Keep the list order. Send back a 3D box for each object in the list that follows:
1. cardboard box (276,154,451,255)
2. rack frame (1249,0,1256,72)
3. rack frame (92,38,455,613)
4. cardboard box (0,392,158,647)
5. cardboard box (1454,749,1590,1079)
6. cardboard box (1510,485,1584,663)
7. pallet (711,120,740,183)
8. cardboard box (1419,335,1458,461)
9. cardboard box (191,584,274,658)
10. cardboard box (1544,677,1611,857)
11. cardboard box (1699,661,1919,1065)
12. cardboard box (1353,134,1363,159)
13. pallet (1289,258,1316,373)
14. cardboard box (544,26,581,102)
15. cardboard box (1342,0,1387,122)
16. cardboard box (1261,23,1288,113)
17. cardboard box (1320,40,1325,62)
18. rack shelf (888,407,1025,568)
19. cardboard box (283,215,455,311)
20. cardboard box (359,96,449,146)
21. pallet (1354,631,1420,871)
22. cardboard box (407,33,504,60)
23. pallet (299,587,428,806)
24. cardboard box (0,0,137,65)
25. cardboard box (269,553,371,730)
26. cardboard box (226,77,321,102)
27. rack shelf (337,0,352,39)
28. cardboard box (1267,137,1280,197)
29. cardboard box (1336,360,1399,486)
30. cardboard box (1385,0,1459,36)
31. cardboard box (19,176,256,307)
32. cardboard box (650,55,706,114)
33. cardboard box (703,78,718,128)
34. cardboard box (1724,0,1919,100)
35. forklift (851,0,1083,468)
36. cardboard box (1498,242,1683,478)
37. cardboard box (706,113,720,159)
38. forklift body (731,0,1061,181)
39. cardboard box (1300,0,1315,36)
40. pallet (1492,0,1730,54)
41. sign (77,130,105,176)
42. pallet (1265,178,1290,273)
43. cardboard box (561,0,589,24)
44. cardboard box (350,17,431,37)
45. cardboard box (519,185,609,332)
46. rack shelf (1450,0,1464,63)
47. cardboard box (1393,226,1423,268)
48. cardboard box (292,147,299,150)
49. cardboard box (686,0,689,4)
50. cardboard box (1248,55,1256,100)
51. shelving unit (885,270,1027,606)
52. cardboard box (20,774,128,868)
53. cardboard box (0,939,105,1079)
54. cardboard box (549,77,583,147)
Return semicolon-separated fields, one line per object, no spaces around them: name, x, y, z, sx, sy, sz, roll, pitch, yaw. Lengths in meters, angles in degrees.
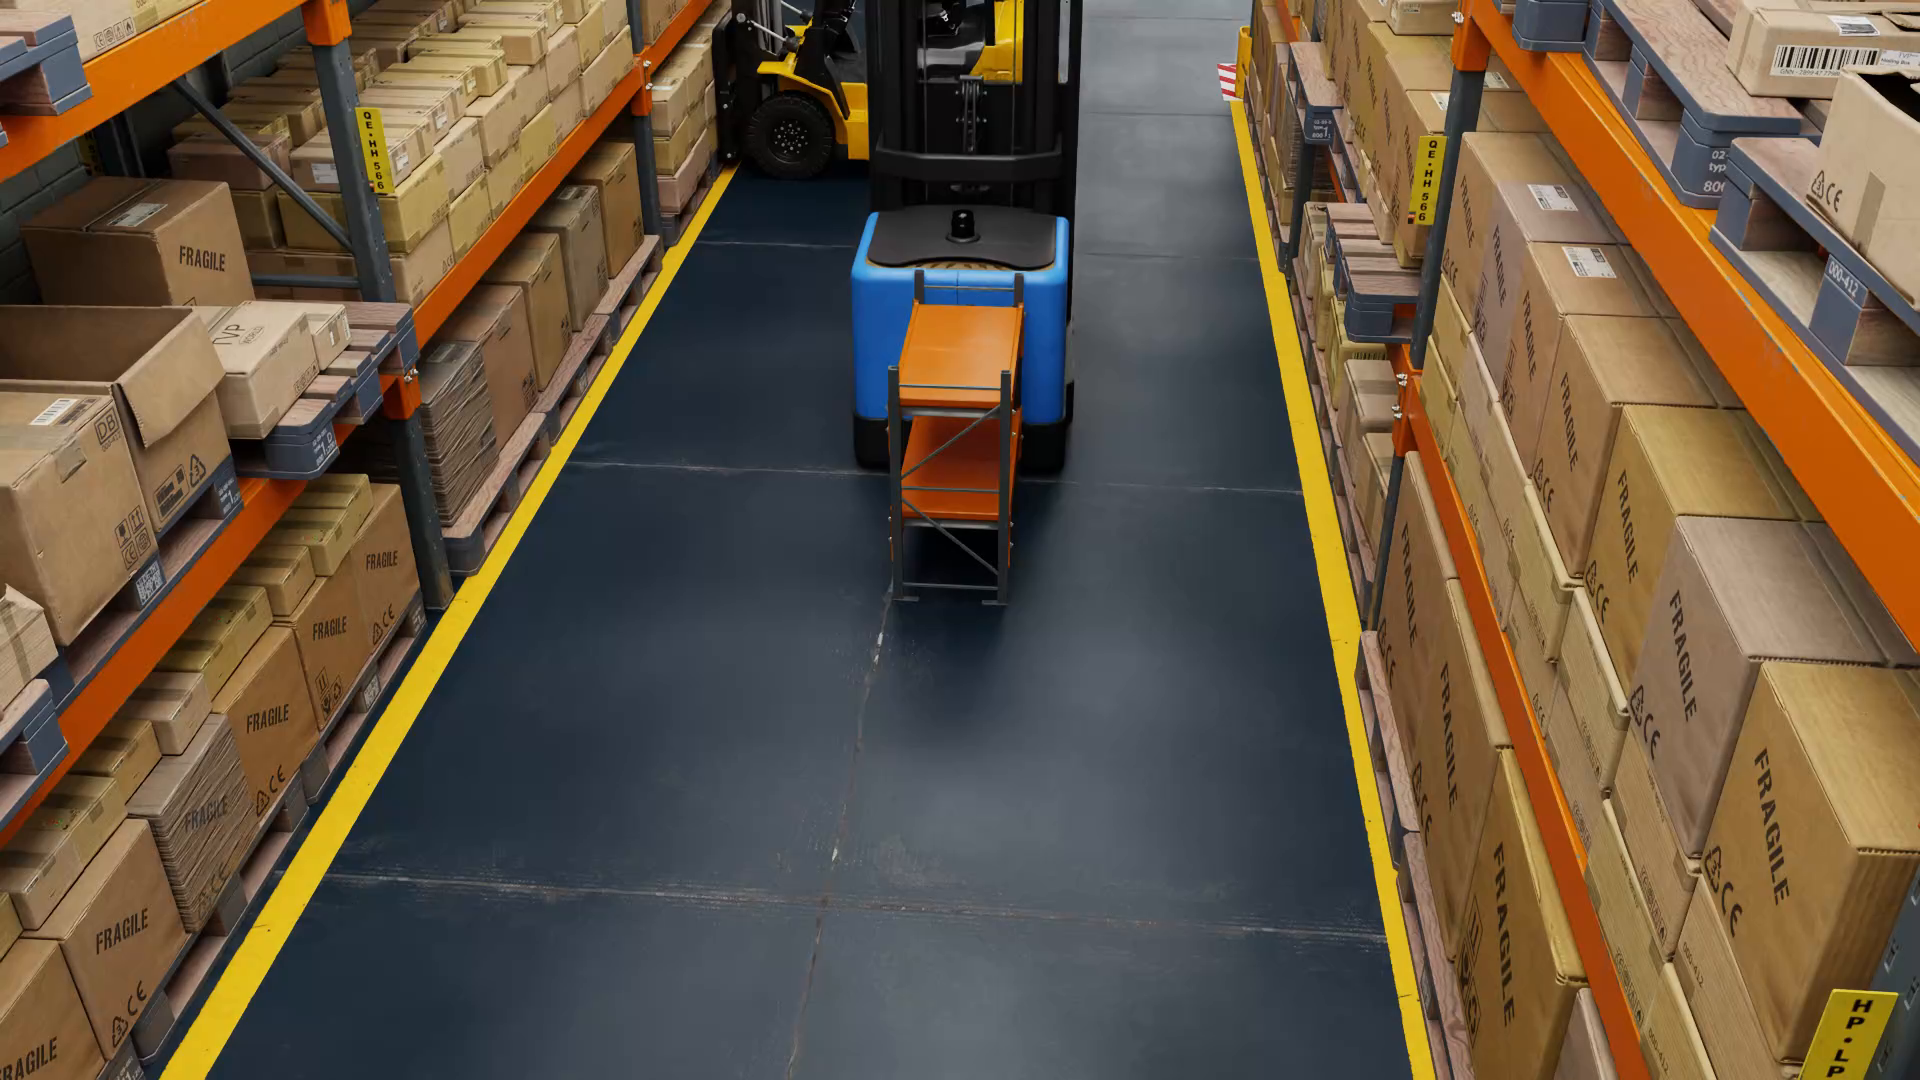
cardboard box;-2.430;-1.385;6.805;0.500;0.250;0.500;2;32;4
rack frame;2.865;-4.989;12.986;1.000;3.000;0.127;2;32;4
rack frame;-2.734;-1.016;6.539;1.000;3.000;0.127;2;32;4
cardboard box;-2.691;-0.070;4.509;0.700;0.500;0.500;2;32;4
cardboard box;1.924;1.212;4.550;0.875;0.875;0.875;3;32;5
cardboard box;1.776;0.095;4.403;0.500;0.250;0.500;3;32;5
pallet;-2.205;-2.974;12.374;1.003;0.211;1.213;2;32;4
cardboard box;1.923;-0.496;5.839;0.500;0.250;0.500;2;32;3
cardboard box;-2.645;0.279;5.803;0.380;0.149;0.250;3;32;5
cardboard box;1.776;0.575;4.100;0.500;0.250;0.500;2;32;3
cardboard box;1.674;0.574;2.912;0.500;0.500;0.500;3;32;6
cardboard box;2.053;-1.872;7.768;0.380;0.149;0.250;1;32;2
pallet;2.477;-1.303;9.663;1.003;0.211;1.213;2;32;4
cardboard box;-2.276;-2.452;8.536;0.500;0.250;0.500;3;32;5
cardboard box;2.090;-2.223;7.719;0.500;0.500;0.500;1;32;2
cardboard box;2.435;-3.358;11.846;0.500;0.500;0.500;3;32;5
cardboard box;2.179;-2.693;9.101;0.380;0.149;0.250;3;32;5
rack shelf;-0.001;-0.267;7.577;0.538;0.278;1.000;2;32;4
cardboard box;-2.454;-1.173;6.938;0.500;0.250;0.500;3;32;4
cardboard box;-2.399;-1.763;7.039;0.380;0.149;0.250;3;32;5
pallet;2.074;0.791;6.266;1.003;0.211;1.213;2;32;4
cardboard box;-2.395;-2.304;7.916;0.380;0.149;0.250;2;32;4
pallet;-2.833;0.560;6.640;1.003;0.211;1.213;2;32;4
cardboard box;-2.615;-1.425;4.488;0.500;0.250;0.500;2;32;4
cardboard box;-2.605;0.361;6.287;0.500;0.500;0.500;2;32;3
cardboard box;-2.967;-1.919;7.291;0.380;0.149;0.250;2;32;3
rack shelf;-2.571;-3.032;7.638;1.077;0.370;4.000;2;32;4
cardboard box;2.353;-2.505;11.176;0.500;0.250;0.500;2;32;3
cardboard box;2.321;-0.547;7.883;0.950;0.372;0.625;2;32;3
cardboard box;2.065;-2.297;7.221;0.380;0.149;0.250;1;32;2
cardboard box;-2.932;-0.974;5.977;0.500;0.500;0.500;4;32;6
cardboard box;-2.005;-3.048;11.104;0.500;0.250;0.500;3;32;4
cardboard box;-1.970;-3.094;11.655;0.500;0.250;0.500;2;32;4
cardboard box;1.892;-1.065;3.583;0.380;0.166;0.250;5;32;8
forklift;0.086;-2.350;8.769;1.130;2.935;3.031;2;32;3
cardboard box;1.841;-0.497;4.648;0.500;0.500;0.500;3;32;5
cardboard box;-1.987;-2.890;11.800;0.500;0.250;0.500;3;32;5
forklift body;-0.419;-3.768;11.814;2.313;2.155;1.214;2;32;4
cardboard box;2.327;-3.309;9.882;0.500;0.500;0.500;2;32;3
pallet;2.214;-1.663;4.911;1.213;0.211;1.003;4;32;6
sign;-3.288;-1.530;6.271;0.100;0.325;0.005;2;32;4
pallet;2.559;-2.063;10.896;1.003;0.211;1.213;2;32;4
cardboard box;-2.180;-2.833;8.775;0.380;0.149;0.250;2;32;2
cardboard box;-2.821;-2.456;8.163;0.380;0.149;0.250;3;32;4
cardboard box;-2.511;-1.596;9.344;0.875;0.625;0.625;2;32;3
rack shelf;2.376;-2.822;7.297;1.077;0.370;4.000;2;32;4
cardboard box;1.955;-1.202;6.681;0.380;0.149;0.250;3;32;5
cardboard box;-2.935;-1.679;7.281;0.500;0.250;0.500;3;32;4
cardboard box;-2.046;-3.908;11.138;0.500;0.500;0.500;2;32;3
cardboard box;2.523;-3.587;12.932;0.500;0.250;0.500;2;32;4
shelving unit;-0.001;-0.475;7.449;0.538;1.125;1.048;2;32;4
cardboard box;-2.722;0.824;4.918;0.380;0.149;0.250;4;32;6
cardboard box;-2.763;1.439;4.538;0.500;0.500;0.500;2;32;3
cardboard box;-2.295;-2.247;8.680;0.500;0.250;0.500;3;32;4
